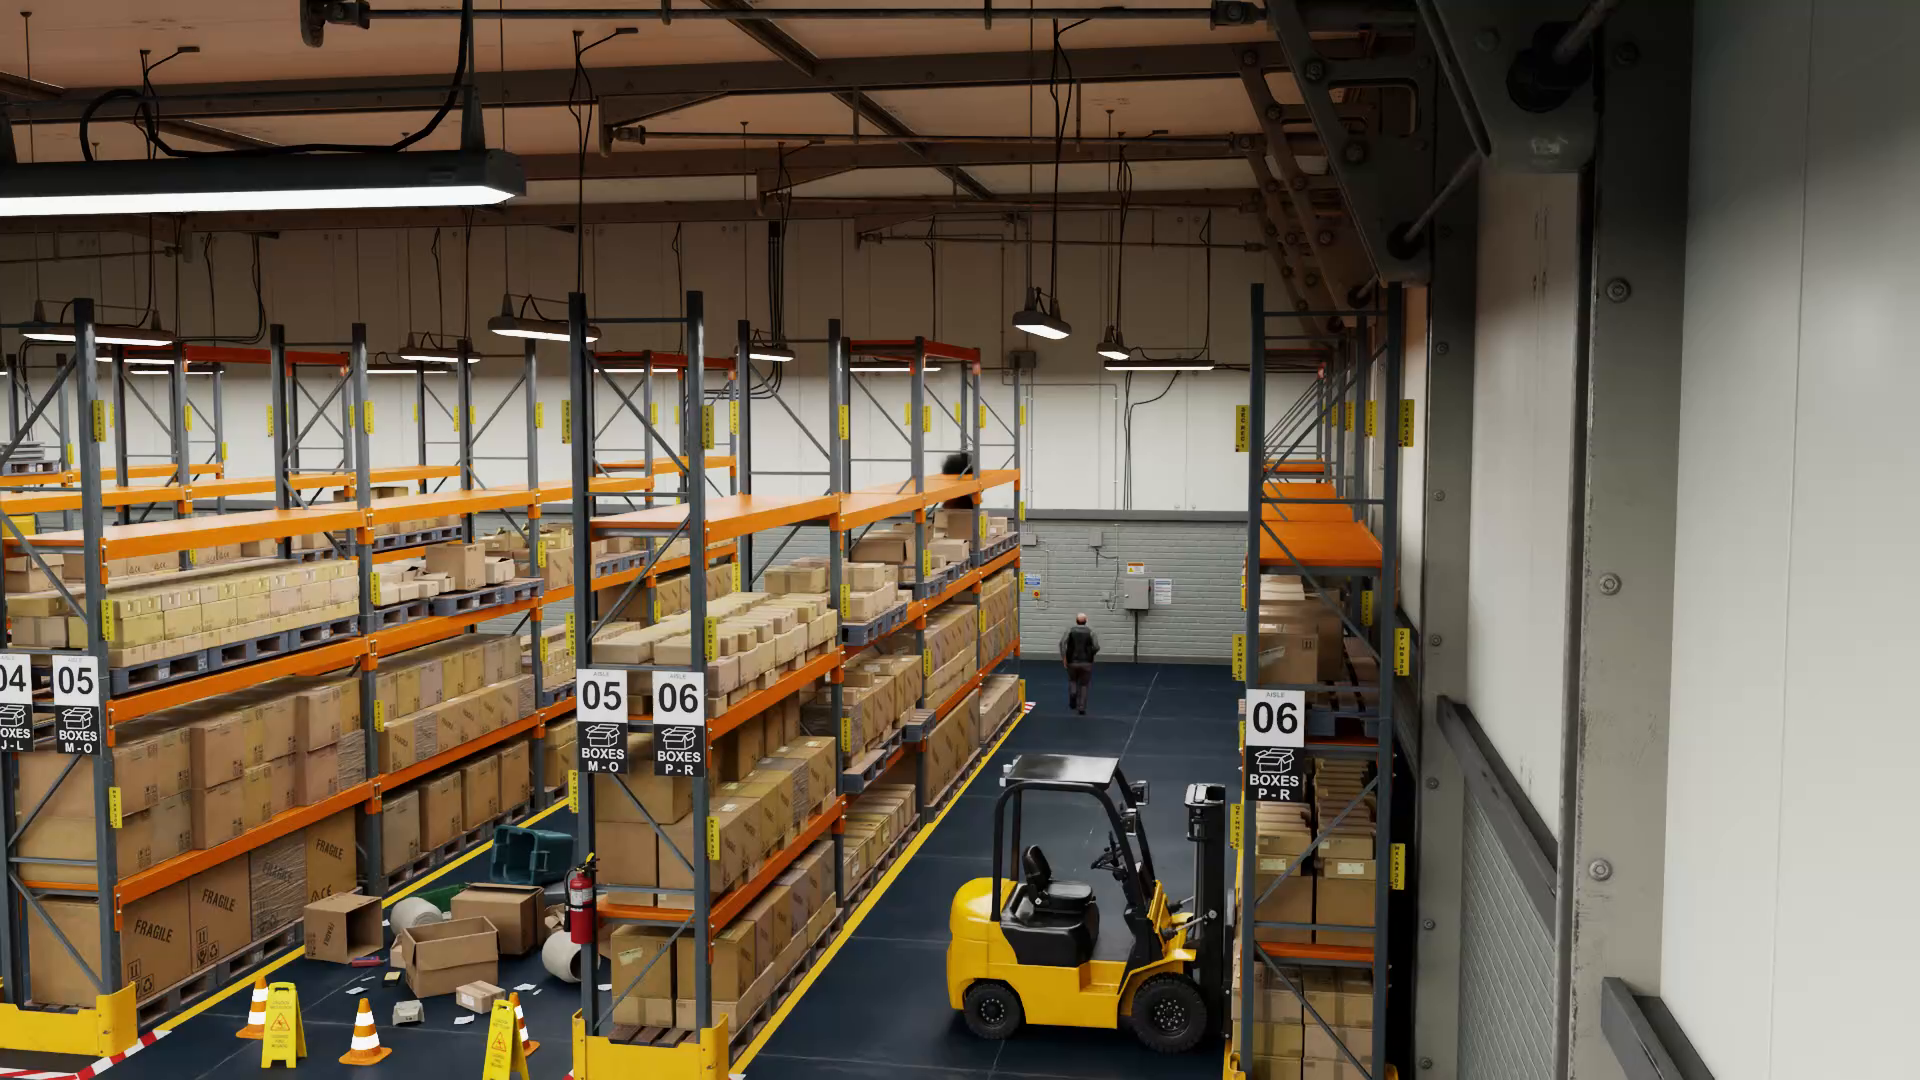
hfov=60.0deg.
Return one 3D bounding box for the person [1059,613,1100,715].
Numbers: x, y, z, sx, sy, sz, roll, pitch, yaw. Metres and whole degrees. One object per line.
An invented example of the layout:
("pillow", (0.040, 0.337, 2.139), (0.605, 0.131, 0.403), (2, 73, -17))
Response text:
("person", (1.981, 2.043, 27.559), (0.664, 1.676, 0.618), (1, 5, 7))
